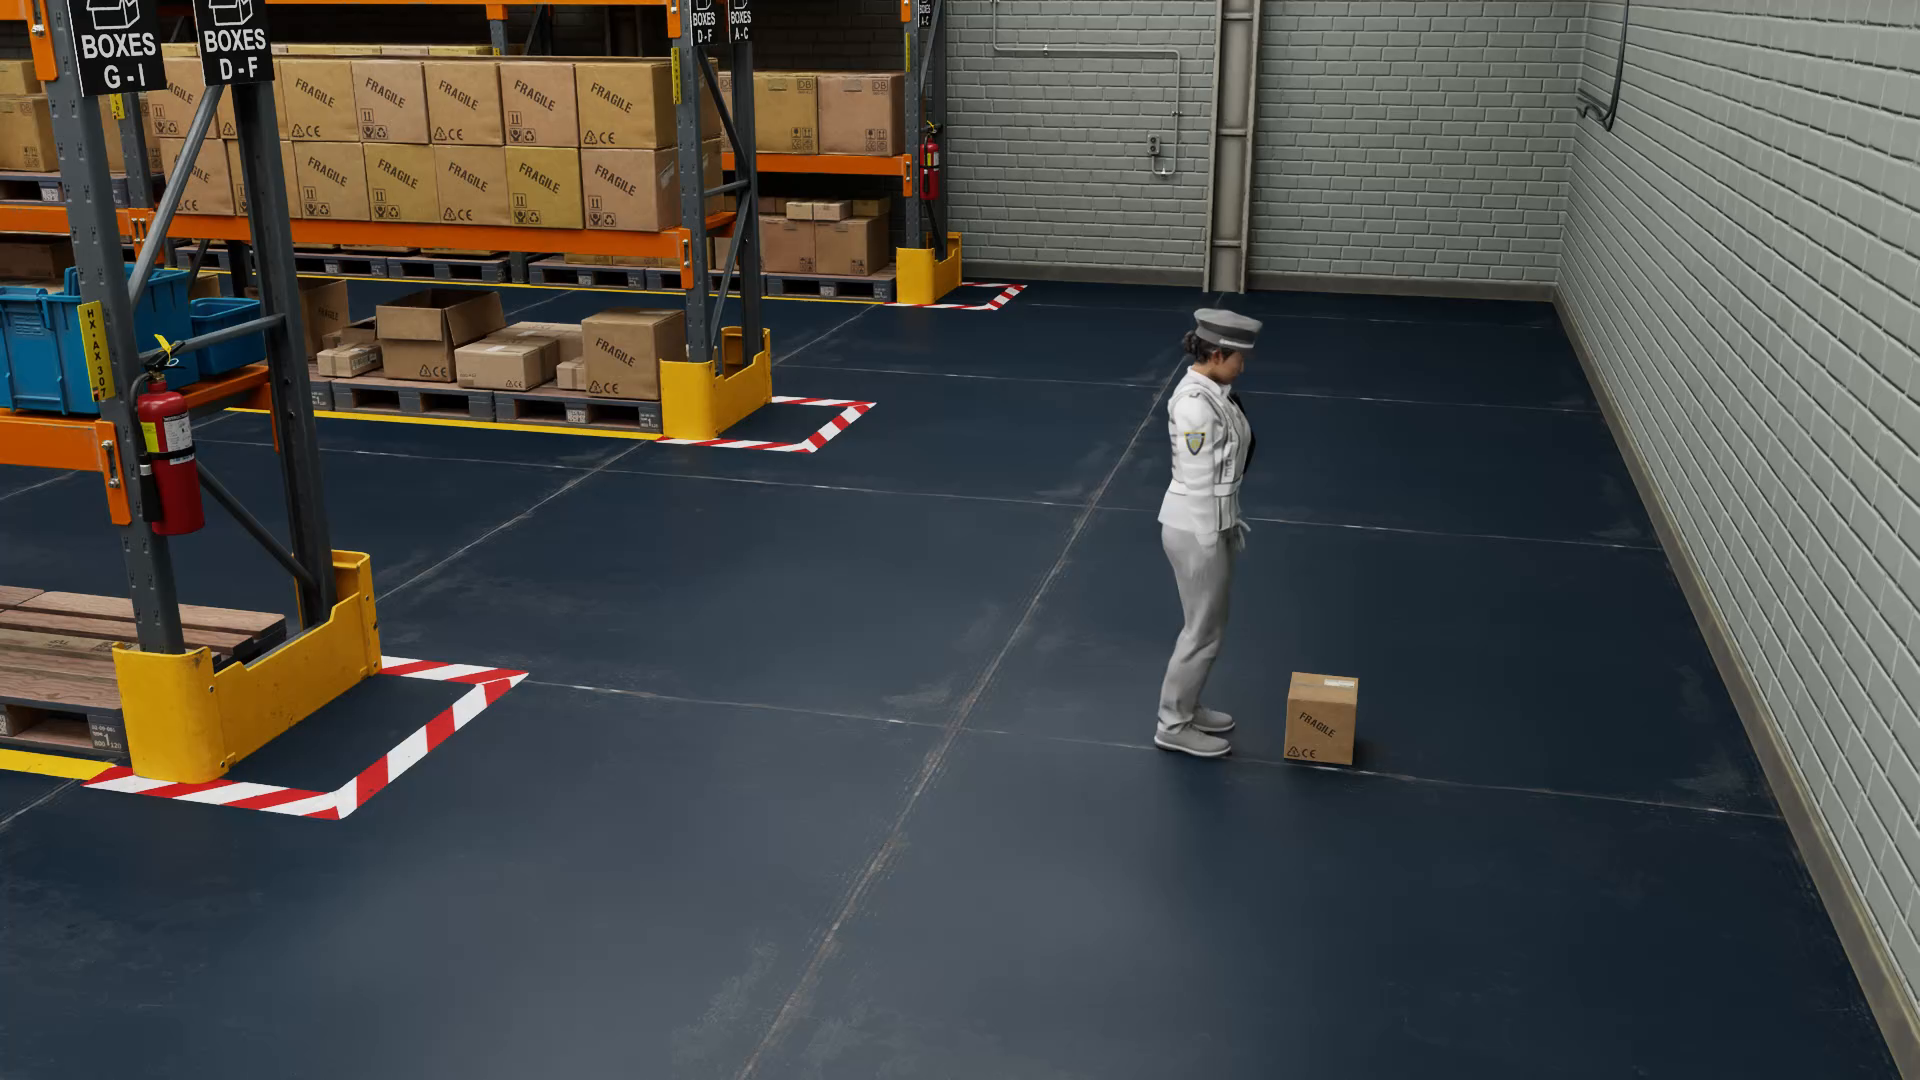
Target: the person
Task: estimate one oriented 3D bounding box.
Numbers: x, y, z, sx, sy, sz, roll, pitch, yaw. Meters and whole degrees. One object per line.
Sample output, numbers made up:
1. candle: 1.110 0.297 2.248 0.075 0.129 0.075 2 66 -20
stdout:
1. person: 0.916 -0.029 6.177 0.366 1.654 0.482 5 19 15
